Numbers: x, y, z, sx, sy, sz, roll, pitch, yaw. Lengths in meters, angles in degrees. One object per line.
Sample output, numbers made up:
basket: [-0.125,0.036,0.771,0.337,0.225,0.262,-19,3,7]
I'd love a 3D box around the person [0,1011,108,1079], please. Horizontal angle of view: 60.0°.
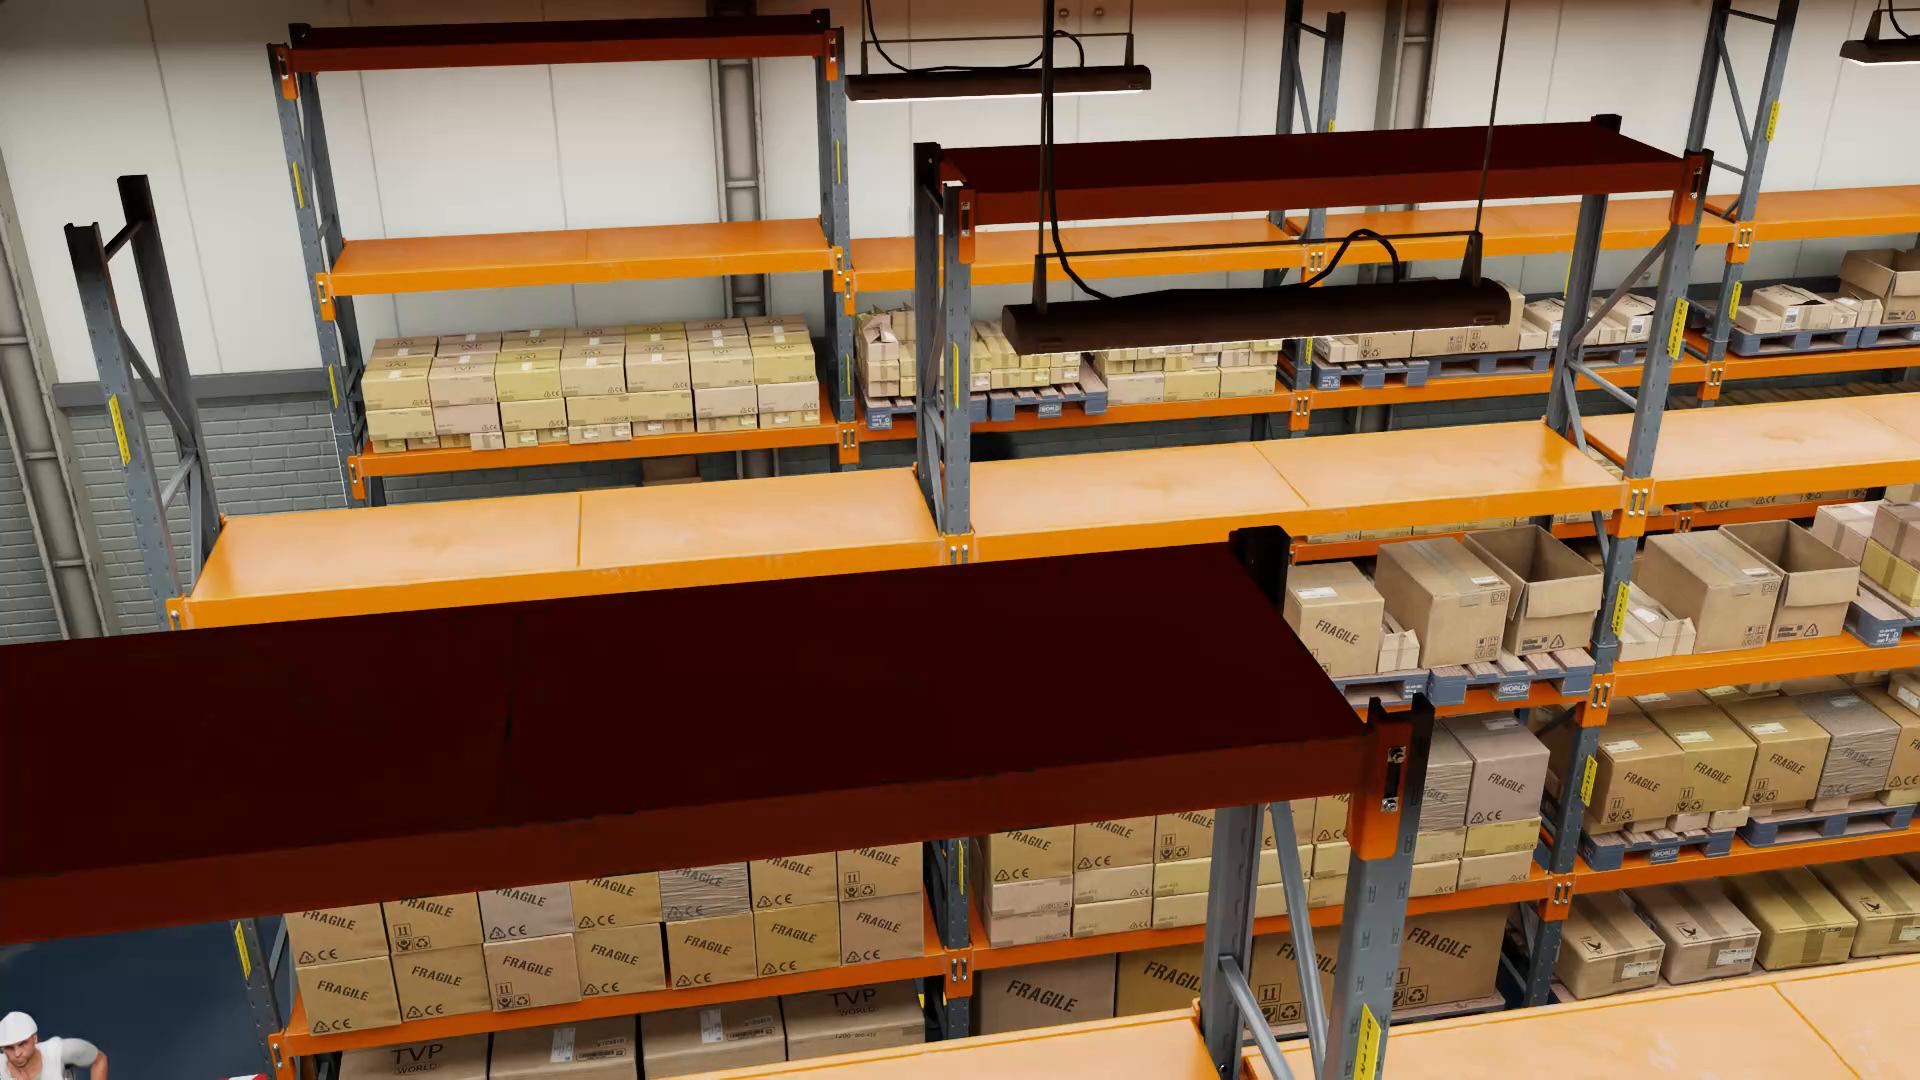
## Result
person: [-5.099,3.375,9.292,0.659,1.744,0.578,-8,27,-15]
